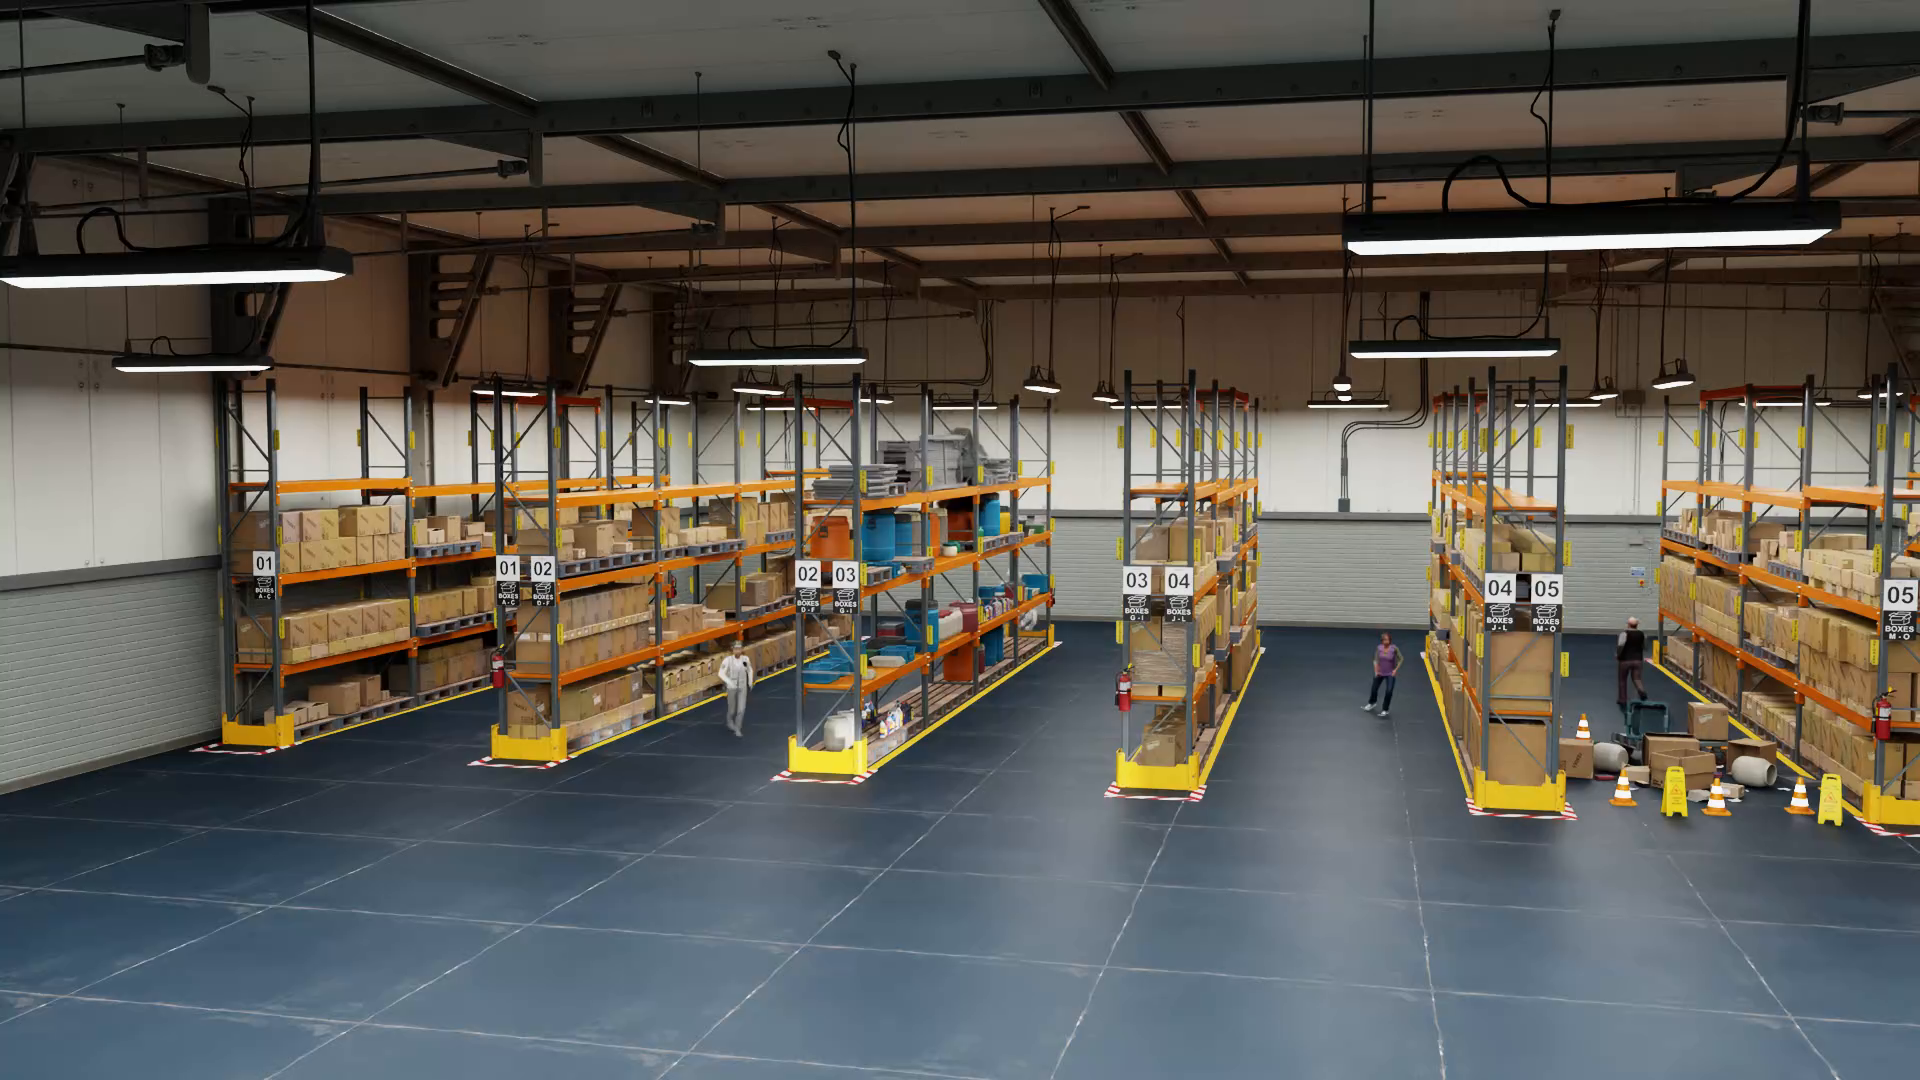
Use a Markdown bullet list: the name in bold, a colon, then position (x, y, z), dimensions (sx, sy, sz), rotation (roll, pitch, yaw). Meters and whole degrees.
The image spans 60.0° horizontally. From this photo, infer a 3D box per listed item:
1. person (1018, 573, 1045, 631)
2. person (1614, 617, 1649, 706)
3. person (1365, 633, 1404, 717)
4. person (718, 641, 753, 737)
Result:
- **person**: position (1.801, 1.687, 41.810), dimensions (0.899, 1.692, 0.568), rotation (-2, 4, -35)
- **person**: position (12.532, 2.284, 31.046), dimensions (0.655, 1.699, 0.905), rotation (0, 3, 0)
- **person**: position (7.709, 2.433, 30.250), dimensions (0.733, 1.537, 0.580), rotation (2, 4, 28)
- **person**: position (-3.807, 2.503, 28.233), dimensions (0.614, 1.642, 0.714), rotation (-1, 4, -17)
